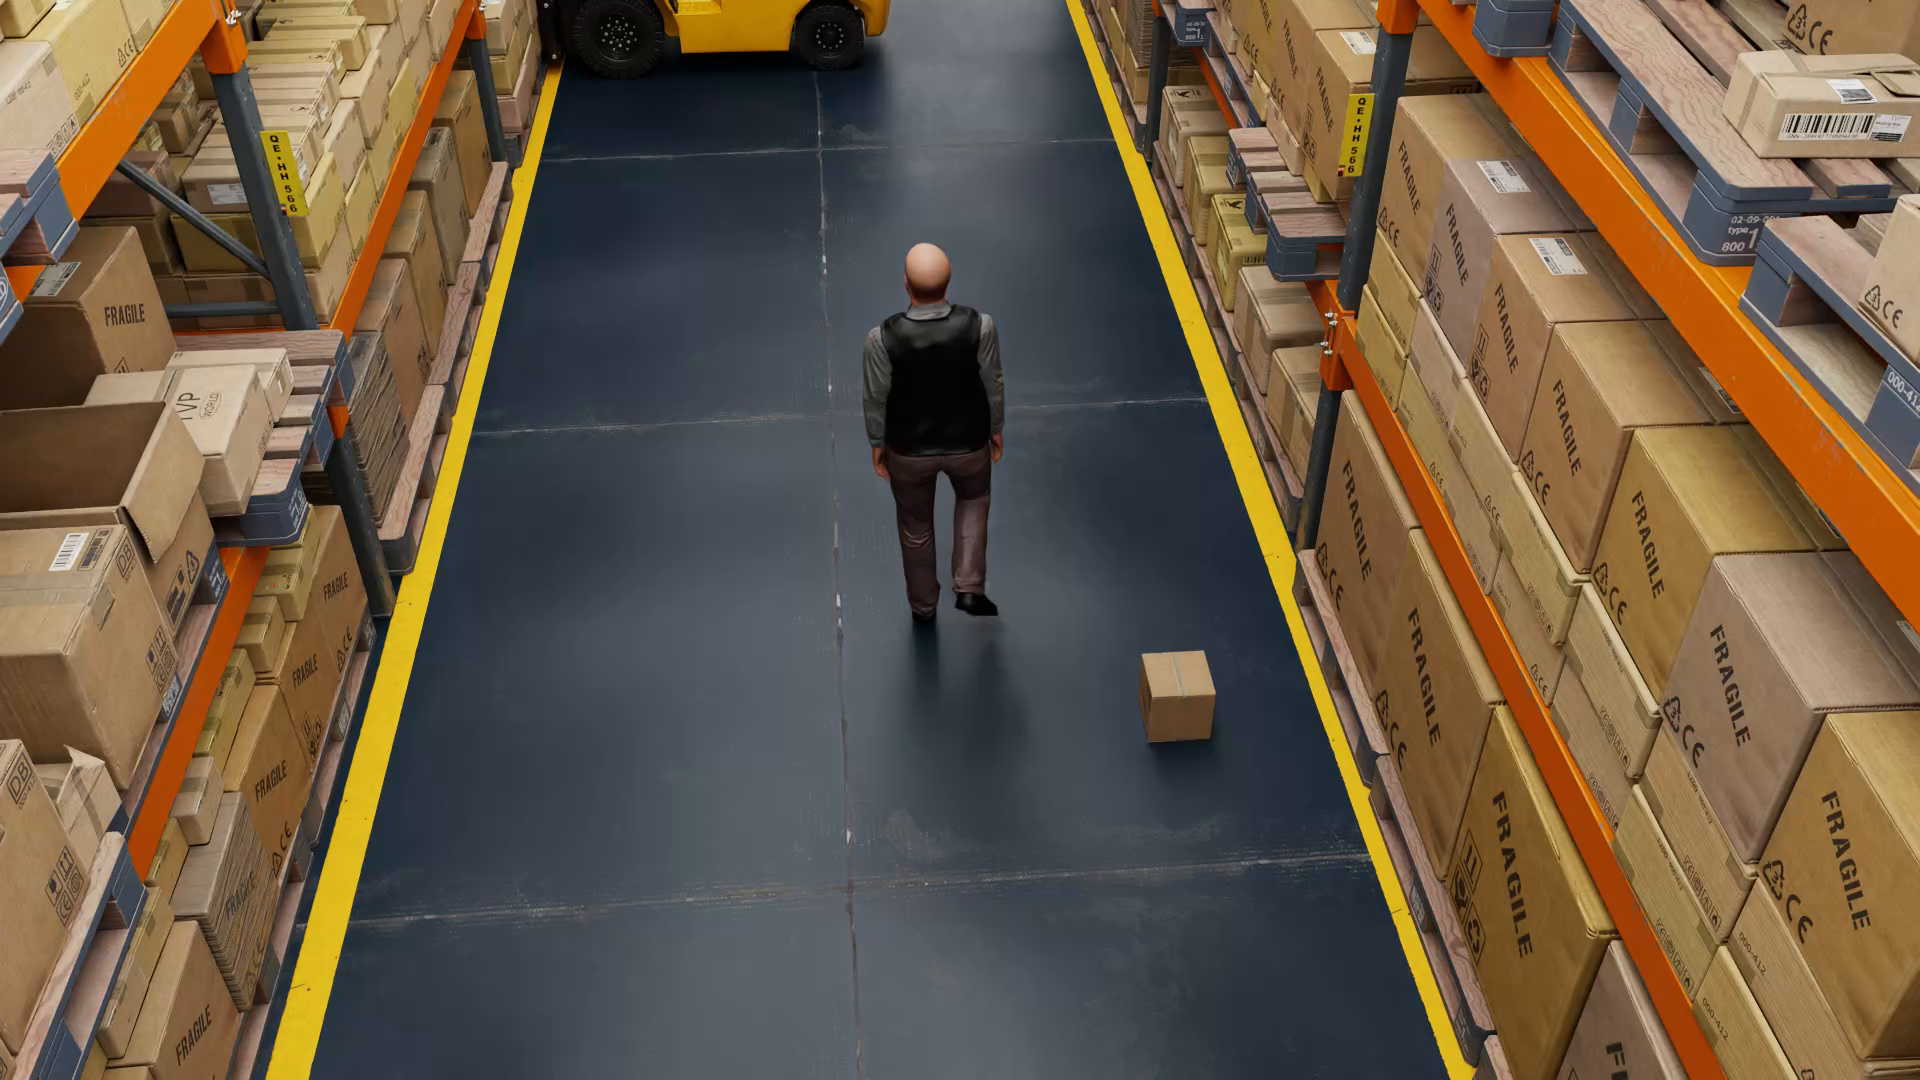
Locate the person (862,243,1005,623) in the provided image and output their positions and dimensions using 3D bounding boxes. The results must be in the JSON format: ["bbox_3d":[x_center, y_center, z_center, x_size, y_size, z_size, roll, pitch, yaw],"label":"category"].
[{"bbox_3d":[-0.096,-0.358,6.577,0.562,1.720,0.488,-6,39,-7],"label":"person"}]
